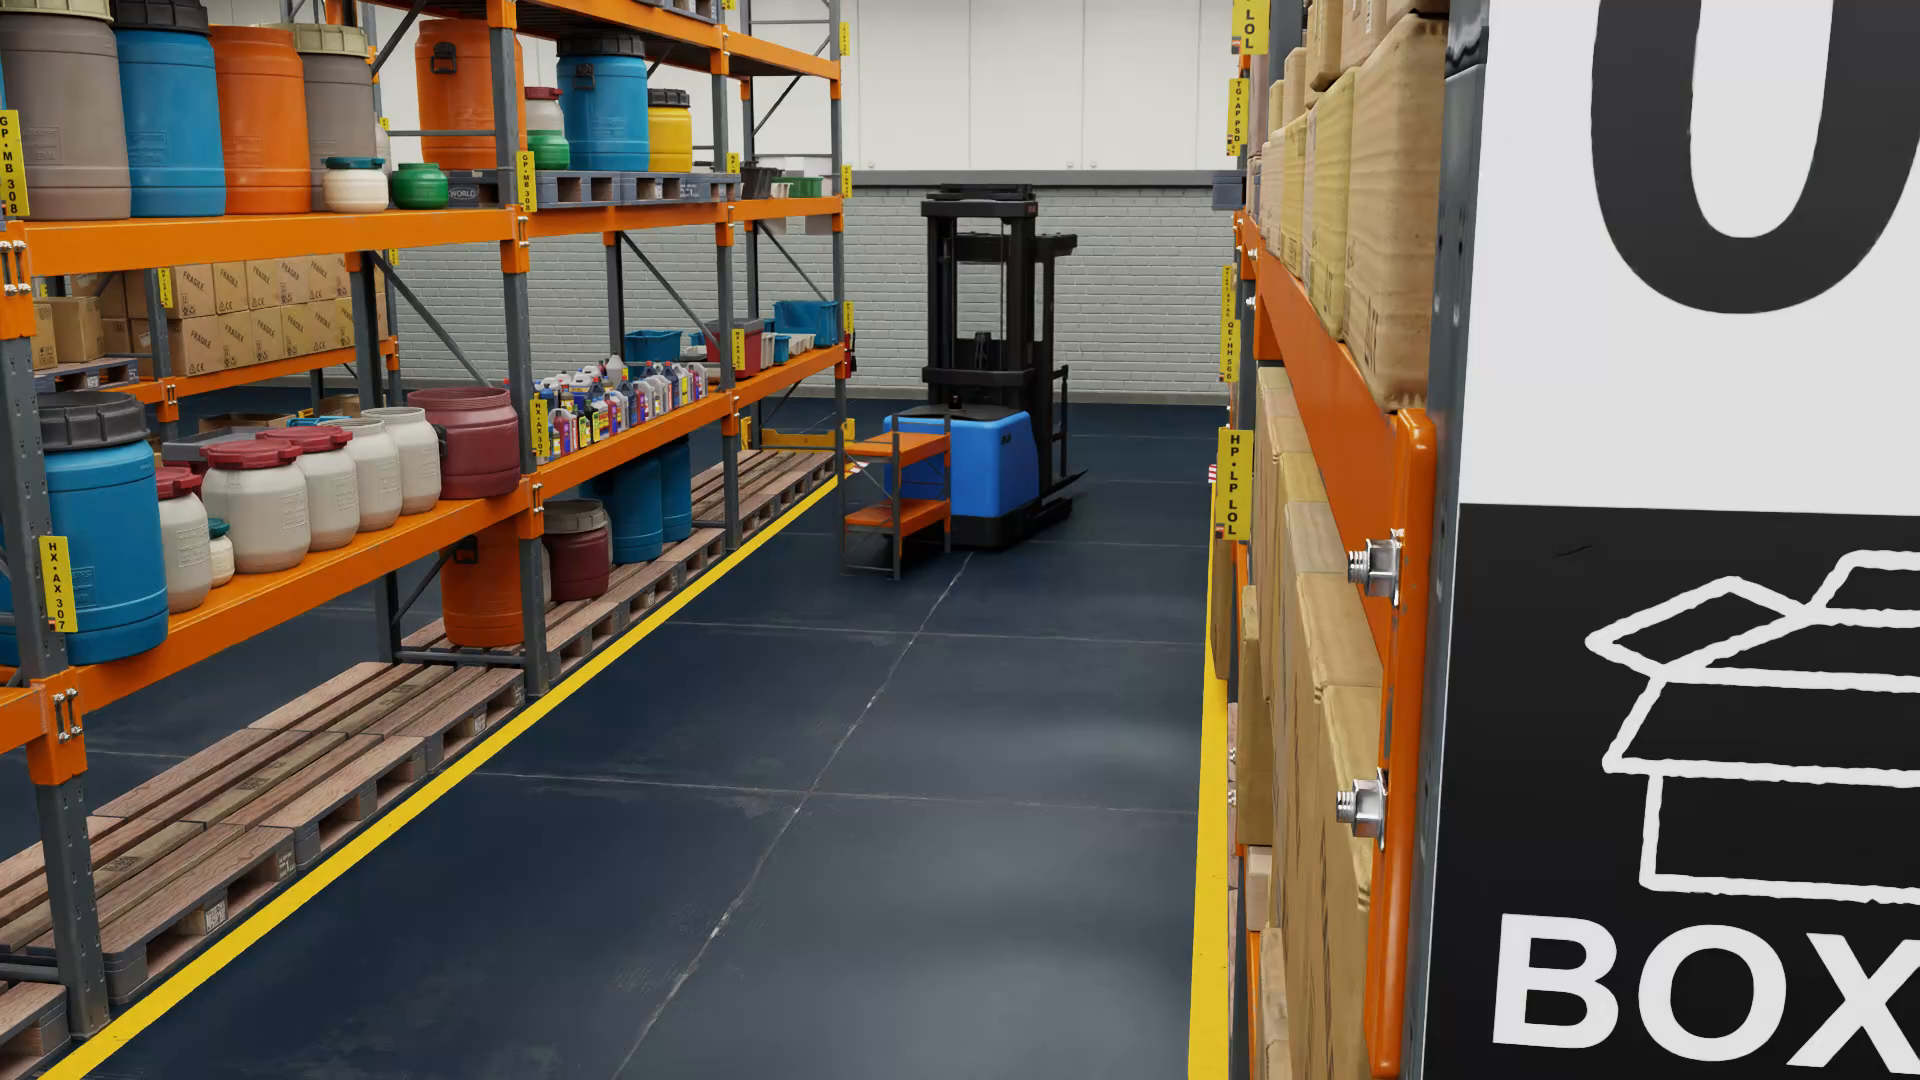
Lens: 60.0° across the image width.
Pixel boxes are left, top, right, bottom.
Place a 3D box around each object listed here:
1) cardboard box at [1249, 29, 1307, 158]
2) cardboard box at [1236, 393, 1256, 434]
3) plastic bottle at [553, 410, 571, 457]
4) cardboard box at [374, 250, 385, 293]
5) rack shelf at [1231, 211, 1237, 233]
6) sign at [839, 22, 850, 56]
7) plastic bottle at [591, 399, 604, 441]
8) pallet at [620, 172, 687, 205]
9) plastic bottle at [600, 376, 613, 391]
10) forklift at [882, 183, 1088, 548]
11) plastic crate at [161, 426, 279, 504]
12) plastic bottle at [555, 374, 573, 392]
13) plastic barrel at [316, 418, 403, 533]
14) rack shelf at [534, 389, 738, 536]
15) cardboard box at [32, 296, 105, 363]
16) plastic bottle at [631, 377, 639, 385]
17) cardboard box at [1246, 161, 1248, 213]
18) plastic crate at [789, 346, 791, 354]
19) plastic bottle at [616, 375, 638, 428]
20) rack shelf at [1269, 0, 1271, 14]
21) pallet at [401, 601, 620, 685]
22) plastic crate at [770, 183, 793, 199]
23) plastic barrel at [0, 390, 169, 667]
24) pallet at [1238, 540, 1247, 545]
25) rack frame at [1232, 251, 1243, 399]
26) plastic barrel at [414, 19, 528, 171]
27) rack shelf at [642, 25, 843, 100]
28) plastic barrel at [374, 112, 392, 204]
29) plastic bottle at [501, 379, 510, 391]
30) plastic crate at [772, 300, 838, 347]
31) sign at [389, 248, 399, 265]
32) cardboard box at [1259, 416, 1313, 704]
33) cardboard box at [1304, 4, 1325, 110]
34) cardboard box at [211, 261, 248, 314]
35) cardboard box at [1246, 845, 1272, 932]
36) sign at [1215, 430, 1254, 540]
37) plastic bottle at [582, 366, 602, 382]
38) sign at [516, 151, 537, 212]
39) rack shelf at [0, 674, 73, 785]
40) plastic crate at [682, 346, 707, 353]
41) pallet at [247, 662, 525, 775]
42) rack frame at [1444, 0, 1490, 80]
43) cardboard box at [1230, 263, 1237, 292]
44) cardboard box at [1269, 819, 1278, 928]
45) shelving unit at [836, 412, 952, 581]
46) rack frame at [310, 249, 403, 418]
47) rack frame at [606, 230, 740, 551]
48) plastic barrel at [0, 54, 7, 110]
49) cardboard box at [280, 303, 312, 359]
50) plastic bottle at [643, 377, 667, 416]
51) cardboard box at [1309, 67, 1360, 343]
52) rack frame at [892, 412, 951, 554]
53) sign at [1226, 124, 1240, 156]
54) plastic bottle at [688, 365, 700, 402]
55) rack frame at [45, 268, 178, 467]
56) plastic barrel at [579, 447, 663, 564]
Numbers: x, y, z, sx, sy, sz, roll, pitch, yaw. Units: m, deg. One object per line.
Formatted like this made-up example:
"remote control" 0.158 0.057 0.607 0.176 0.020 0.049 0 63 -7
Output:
"cardboard box" 1.489 -1.869 7.003 0.500 0.500 0.500 2 12 7
"cardboard box" 1.798 -0.569 9.277 0.500 0.500 0.500 2 12 10
"plastic bottle" -2.445 -0.660 10.211 0.061 0.283 0.133 2 12 9
"cardboard box" -6.387 -2.833 17.407 0.500 0.500 0.500 2 12 8
"rack shelf" 2.890 -2.773 14.329 1.077 0.370 4.000 2 12 9
"sign" -1.151 -4.996 16.581 0.100 0.325 0.005 2 12 9
"plastic bottle" -2.369 -0.782 10.808 0.097 0.271 0.097 0 12 0
"pallet" -2.507 -2.374 11.218 1.003 0.211 1.213 2 12 9
"plastic bottle" -2.690 -1.145 12.659 0.097 0.201 0.097 0 12 0
"forklift" 0.372 -1.637 14.633 1.130 2.935 3.031 5 13 21
"plastic crate" -3.478 -0.275 7.997 0.402 0.464 0.583 2 12 9
"plastic bottle" -2.902 -1.065 12.111 0.152 0.276 0.135 2 12 9
"plastic barrel" -2.939 -0.316 8.074 0.421 0.512 0.421 0 12 0
"rack shelf" -2.619 -0.635 11.526 1.077 0.370 4.000 2 12 9
"cardboard box" -7.500 -1.727 13.652 0.700 0.500 0.500 -2 12 -10
"plastic bottle" -2.334 -1.038 11.997 0.097 0.271 0.097 0 12 0
"cardboard box" 1.643 -1.713 8.058 0.500 0.250 0.500 2 12 10
"plastic crate" -1.748 -1.779 15.613 0.298 0.136 0.250 2 12 9
"plastic bottle" -2.299 -0.947 11.386 0.144 0.351 0.185 2 12 9
"rack shelf" 1.659 -2.379 6.328 1.077 0.370 4.000 2 12 9
"pallet" -2.847 0.628 10.580 1.003 0.211 1.213 2 12 9
"plastic crate" -1.769 -3.135 14.925 0.437 0.136 0.530 2 12 9
"plastic barrel" -3.183 -0.053 5.930 0.600 0.901 0.708 2 12 9
"pallet" 1.963 -0.164 8.090 1.213 0.211 1.003 2 12 9
"rack frame" 2.582 -1.242 12.638 1.000 3.000 0.127 2 12 9
"plastic barrel" -2.837 -2.570 9.661 0.600 0.830 0.708 2 12 9
"rack shelf" -2.004 -4.205 14.800 1.077 0.370 4.000 2 12 9
"plastic barrel" -3.278 -2.036 8.937 0.421 0.512 0.421 0 12 0
"plastic bottle" -3.045 -0.914 11.230 0.144 0.351 0.185 2 12 9
"plastic crate" -1.564 -2.206 16.884 0.616 0.435 0.499 2 12 9
"sign" -6.045 -3.095 17.736 0.100 0.325 0.005 2 12 9
"cardboard box" 0.879 0.034 3.401 0.500 0.500 0.500 2 12 9
"cardboard box" 0.678 -0.671 2.275 0.380 0.149 0.250 1 12 6
"cardboard box" -6.776 -2.298 14.926 0.500 0.500 0.500 1 12 7
"cardboard box" 0.851 0.788 3.811 0.380 0.149 0.250 2 12 9
"sign" 0.803 -0.160 4.868 0.100 0.325 0.005 2 12 9
"plastic bottle" -2.816 -1.182 12.652 0.152 0.276 0.135 2 12 9
"sign" -2.382 -1.969 9.138 0.100 0.325 0.005 2 12 9
"rack shelf" -3.850 1.031 3.799 1.077 0.370 4.000 2 12 9
"plastic crate" -2.341 -1.675 15.131 0.293 0.136 0.466 2 12 9
"pallet" -3.085 0.953 9.070 1.003 0.211 1.213 2 12 9
"rack frame" 0.737 -1.677 0.415 1.000 3.000 0.127 2 12 9
"cardboard box" 2.780 -2.318 15.501 0.500 0.500 0.500 2 12 7
"cardboard box" 1.015 0.633 2.990 0.875 0.500 0.500 2 12 9
"shelving unit" -0.501 -0.359 12.989 0.538 1.125 1.048 5 13 21
"rack frame" -6.591 -2.397 17.994 1.000 3.000 0.127 2 12 9
"rack frame" -2.312 -1.403 13.382 1.000 3.000 0.127 2 12 9
"plastic barrel" -3.678 -1.562 5.810 0.600 0.901 0.708 2 12 9
"cardboard box" -6.627 -2.027 16.041 0.500 0.500 0.500 2 12 8
"plastic bottle" -2.208 -1.041 11.996 0.152 0.276 0.135 2 12 9
"cardboard box" 0.634 -0.350 1.733 0.500 0.250 0.500 2 12 9
"rack frame" -0.313 -0.458 13.451 0.500 1.125 0.032 5 13 21
"sign" 2.034 -3.018 12.341 0.100 0.325 0.005 2 12 9
"plastic bottle" -2.044 -1.204 12.735 0.061 0.283 0.133 2 12 9
"rack frame" -7.206 -1.564 14.131 1.000 3.000 0.127 2 12 9
"plastic barrel" -2.521 -0.322 12.352 0.600 0.901 0.708 2 12 9
